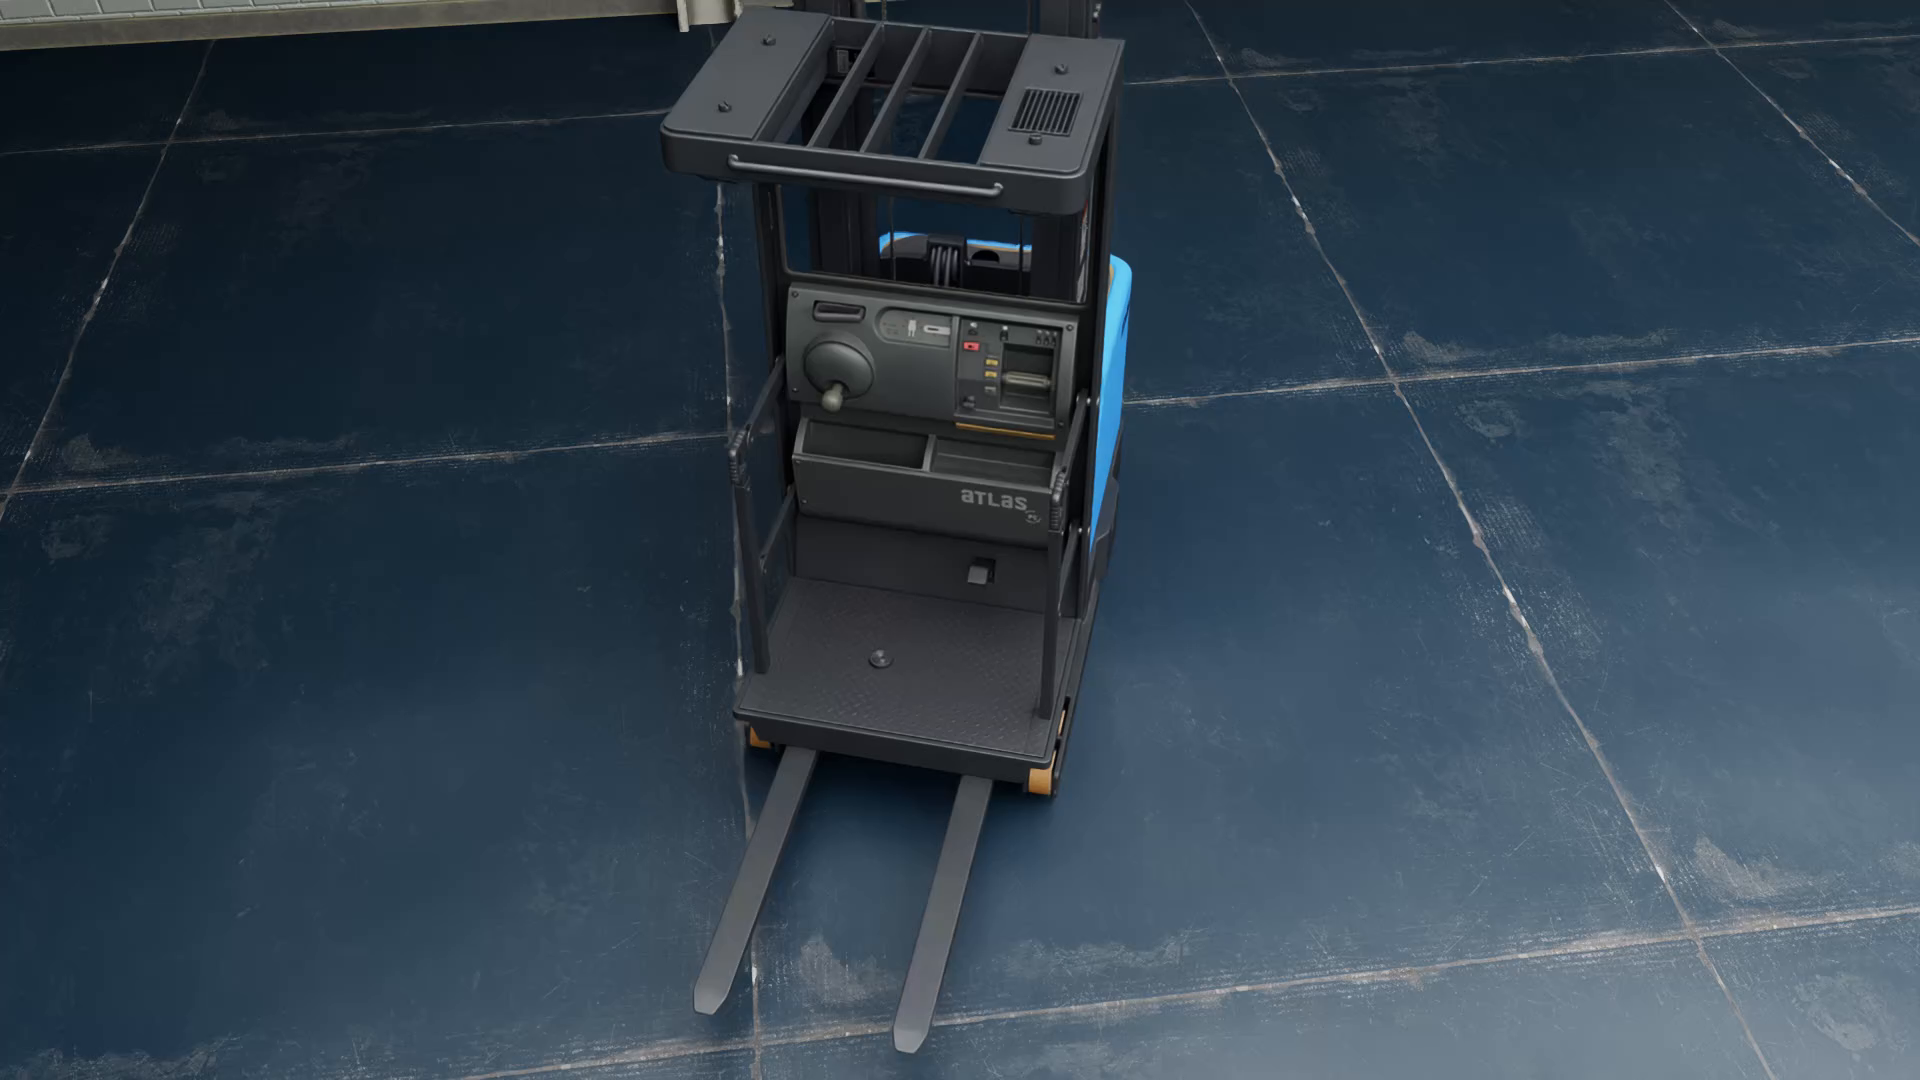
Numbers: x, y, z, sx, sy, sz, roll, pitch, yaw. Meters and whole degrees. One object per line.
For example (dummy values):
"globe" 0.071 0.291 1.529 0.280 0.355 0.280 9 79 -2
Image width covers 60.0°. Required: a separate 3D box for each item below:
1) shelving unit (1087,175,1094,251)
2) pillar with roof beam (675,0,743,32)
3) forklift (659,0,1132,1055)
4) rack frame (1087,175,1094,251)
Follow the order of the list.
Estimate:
"shelving unit" 0.036 -1.160 6.917 1.048 1.500 0.538 6 42 7
"pillar with roof beam" -0.988 -3.721 4.157 0.400 9.000 9.100 -5 42 -6
"forklift" -0.140 -0.483 5.097 1.130 2.935 3.031 8 43 9
"rack frame" 0.538 -1.103 6.853 0.032 1.500 0.500 6 42 7
